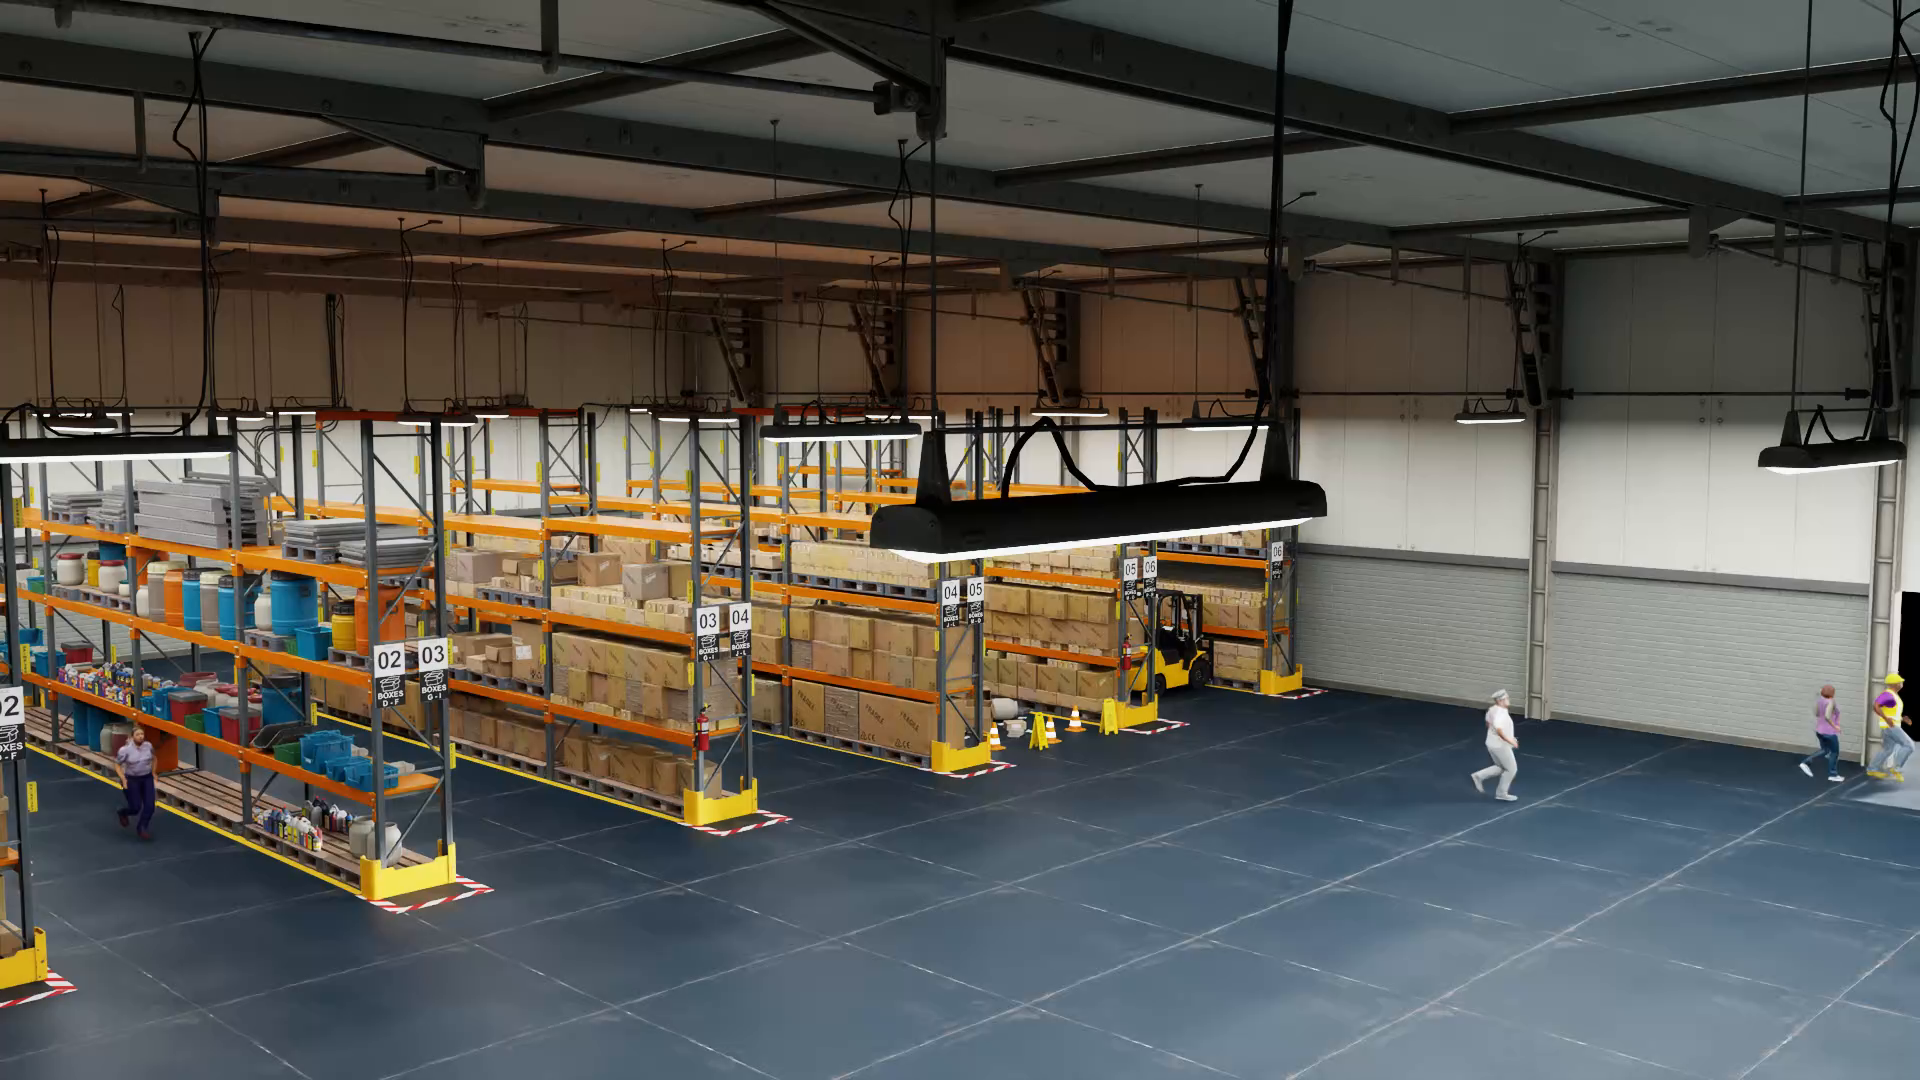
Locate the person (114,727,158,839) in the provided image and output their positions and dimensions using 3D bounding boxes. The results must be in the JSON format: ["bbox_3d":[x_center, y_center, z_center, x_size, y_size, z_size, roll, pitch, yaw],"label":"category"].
[{"bbox_3d":[-11.766,3.448,23.753,0.586,1.598,0.595,4,7,40],"label":"person"}]

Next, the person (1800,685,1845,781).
[{"bbox_3d":[14.084,3.143,27.079,0.723,1.584,0.558,0,5,-2],"label":"person"}]

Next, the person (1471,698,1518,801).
[{"bbox_3d":[8.334,3.203,25.814,0.653,1.682,0.686,0,5,0],"label":"person"}]

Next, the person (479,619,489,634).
[{"bbox_3d":[-11.672,1.922,40.605,0.565,1.630,0.650,1,5,9],"label":"person"}]

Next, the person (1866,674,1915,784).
[{"bbox_3d":[15.204,3.064,27.128,0.679,1.774,0.713,3,6,31],"label":"person"}]
